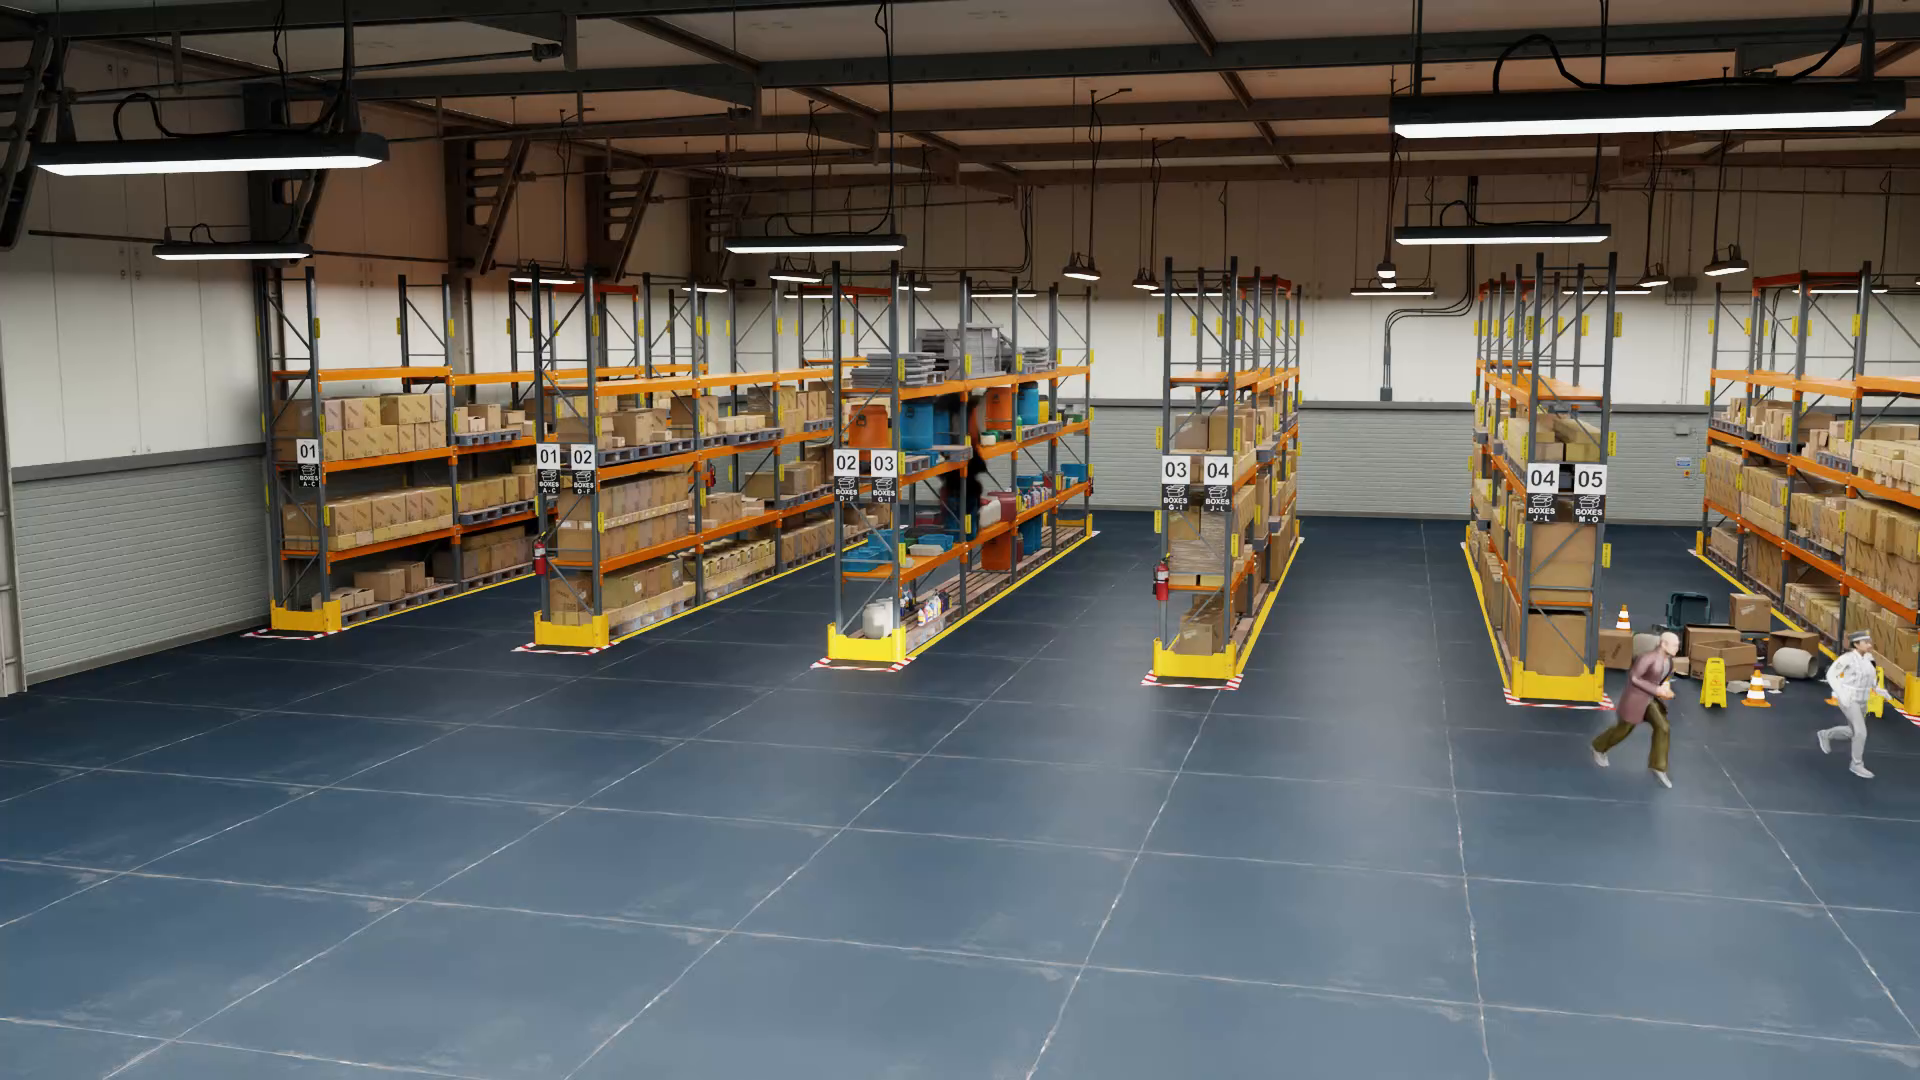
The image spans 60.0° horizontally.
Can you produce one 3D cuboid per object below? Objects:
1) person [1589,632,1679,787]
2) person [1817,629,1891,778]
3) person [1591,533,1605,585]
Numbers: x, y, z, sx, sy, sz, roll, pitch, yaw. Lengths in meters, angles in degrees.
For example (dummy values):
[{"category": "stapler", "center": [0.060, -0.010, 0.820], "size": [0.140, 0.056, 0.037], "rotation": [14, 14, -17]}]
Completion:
[{"category": "person", "center": [7.553, 1.834, 18.629], "size": [0.755, 1.743, 1.062], "rotation": [-5, 9, -36]}, {"category": "person", "center": [10.074, 1.809, 18.869], "size": [0.601, 1.660, 0.763], "rotation": [-3, 8, -24]}, {"category": "person", "center": [12.168, 0.118, 32.206], "size": [0.557, 1.606, 0.566], "rotation": [1, 7, 11]}]
